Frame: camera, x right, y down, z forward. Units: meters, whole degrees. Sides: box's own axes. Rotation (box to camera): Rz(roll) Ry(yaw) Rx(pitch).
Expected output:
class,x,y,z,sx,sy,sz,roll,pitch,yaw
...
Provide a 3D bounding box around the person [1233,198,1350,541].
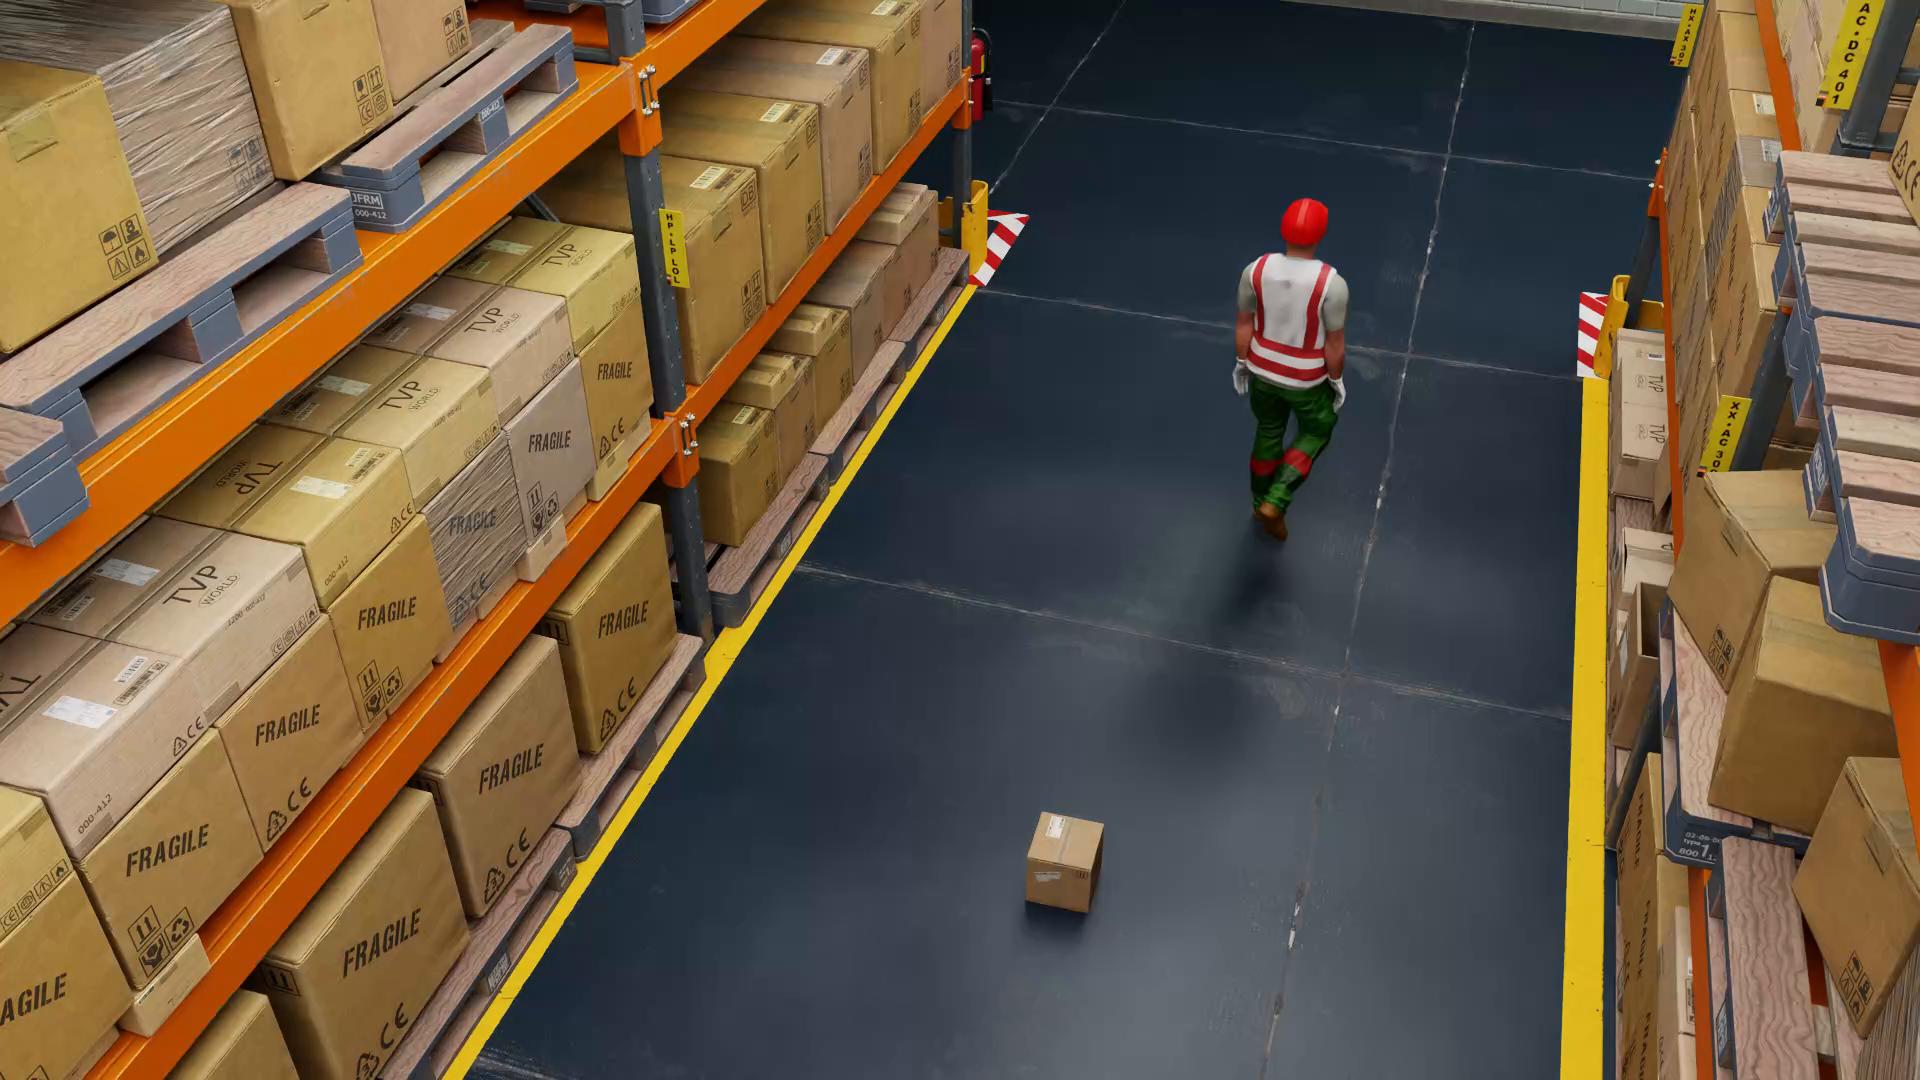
class,x,y,z,sx,sy,sz,roll,pitch,yaw
person,1.555,-0.787,7.882,0.560,1.777,0.626,20,41,25
